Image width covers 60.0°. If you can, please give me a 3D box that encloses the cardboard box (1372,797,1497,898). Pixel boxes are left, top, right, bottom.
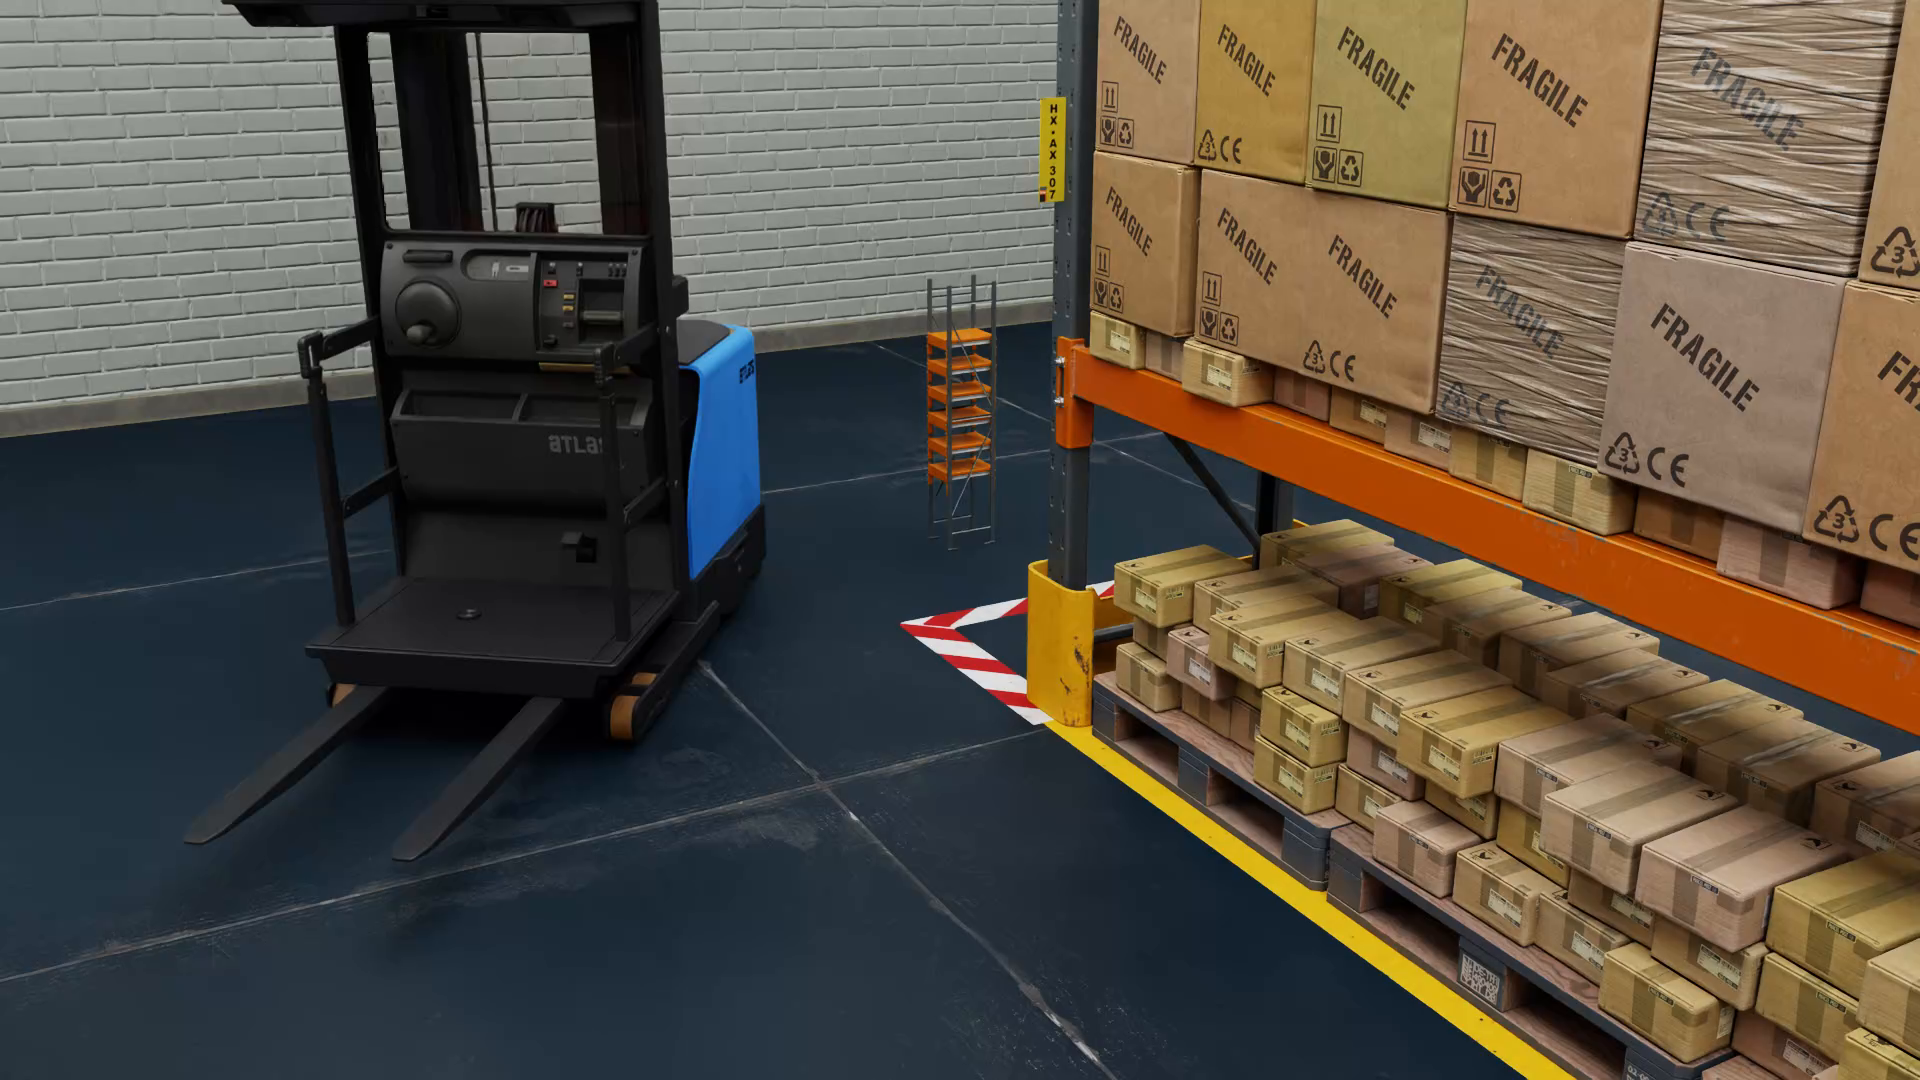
[{"bbox_3d":[1.335,0.793,4.462,0.380,0.149,0.250,-11,22,-29],"label":"cardboard box"}]

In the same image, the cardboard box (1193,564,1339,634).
[{"bbox_3d":[0.963,0.209,5.243,0.380,0.149,0.250,-10,21,-26],"label":"cardboard box"}]

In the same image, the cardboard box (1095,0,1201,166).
[{"bbox_3d":[0.756,-1.413,4.987,0.500,0.500,0.500,-10,21,-27],"label":"cardboard box"}]

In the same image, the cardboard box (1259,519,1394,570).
[{"bbox_3d":[1.250,0.058,5.680,0.380,0.149,0.250,-10,21,-26],"label":"cardboard box"}]

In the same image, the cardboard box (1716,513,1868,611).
[{"bbox_3d":[1.785,0.004,3.406,0.380,0.149,0.250,-11,22,-29],"label":"cardboard box"}]

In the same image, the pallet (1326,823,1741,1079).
[{"bbox_3d":[1.742,1.006,4.394,1.003,0.211,1.213,-10,21,-27],"label":"pallet"}]

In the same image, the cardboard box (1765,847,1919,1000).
[{"bbox_3d":[1.942,0.807,3.508,0.380,0.149,0.250,-9,21,-25],"label":"cardboard box"}]

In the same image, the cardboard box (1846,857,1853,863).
[{"bbox_3d":[2.203,0.797,3.995,0.380,0.149,0.250,-9,21,-24],"label":"cardboard box"}]

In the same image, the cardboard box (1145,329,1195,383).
[{"bbox_3d":[0.799,-0.594,5.138,0.380,0.149,0.250,-9,21,-25],"label":"cardboard box"}]

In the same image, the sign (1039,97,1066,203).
[{"bbox_3d":[0.299,-1.248,5.322,0.100,0.325,0.005,-10,21,-27],"label":"sign"}]

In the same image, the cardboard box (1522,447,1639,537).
[{"bbox_3d":[1.528,-0.139,3.822,0.380,0.149,0.250,-10,21,-26],"label":"cardboard box"}]

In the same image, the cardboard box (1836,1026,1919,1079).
[{"bbox_3d":[1.964,1.043,3.282,0.380,0.149,0.250,-11,22,-29],"label":"cardboard box"}]

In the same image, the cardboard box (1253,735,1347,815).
[{"bbox_3d":[1.088,0.649,4.878,0.380,0.149,0.250,-10,21,-26],"label":"cardboard box"}]

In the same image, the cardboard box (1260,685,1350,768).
[{"bbox_3d":[1.100,0.510,4.825,0.380,0.149,0.250,-9,21,-25],"label":"cardboard box"}]

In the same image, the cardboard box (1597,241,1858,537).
[{"bbox_3d":[1.717,-0.350,3.437,0.500,0.500,0.500,-10,21,-27],"label":"cardboard box"}]

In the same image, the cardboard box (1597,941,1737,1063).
[{"bbox_3d":[1.698,1.018,3.810,0.380,0.149,0.250,-10,21,-27],"label":"cardboard box"}]

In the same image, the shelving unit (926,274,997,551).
[{"bbox_3d":[0.007,-0.563,7.424,0.258,1.200,0.189,-10,21,-27],"label":"shelving unit"}]

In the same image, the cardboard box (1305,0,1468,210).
[{"bbox_3d":[1.228,-1.117,4.127,0.500,0.500,0.500,-11,22,-28],"label":"cardboard box"}]

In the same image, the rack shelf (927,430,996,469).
[{"bbox_3d":[0.007,-0.408,7.477,0.258,0.103,0.180,-10,21,-27],"label":"rack shelf"}]

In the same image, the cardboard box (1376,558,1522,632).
[{"bbox_3d":[1.554,0.193,5.287,0.380,0.149,0.250,-11,22,-28],"label":"cardboard box"}]

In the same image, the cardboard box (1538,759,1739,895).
[{"bbox_3d":[1.593,0.668,3.910,0.380,0.149,0.250,-11,22,-29],"label":"cardboard box"}]

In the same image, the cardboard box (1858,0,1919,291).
[{"bbox_3d":[1.964,-0.676,2.849,0.500,0.500,0.500,-11,22,-28],"label":"cardboard box"}]

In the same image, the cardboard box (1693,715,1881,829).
[{"bbox_3d":[2.057,0.587,4.147,0.380,0.149,0.250,-11,22,-29],"label":"cardboard box"}]

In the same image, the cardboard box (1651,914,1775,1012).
[{"bbox_3d":[1.793,0.885,3.737,0.380,0.149,0.250,-9,21,-25],"label":"cardboard box"}]

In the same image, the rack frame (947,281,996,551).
[{"bbox_3d":[0.050,-0.537,7.348,0.240,1.200,0.006,-10,21,-27],"label":"rack frame"}]

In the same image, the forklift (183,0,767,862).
[{"bbox_3d":[-1.573,-0.820,5.516,1.130,2.935,3.031,3,19,8],"label":"forklift"}]

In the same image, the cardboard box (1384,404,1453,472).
[{"bbox_3d":[1.323,-0.298,4.282,0.380,0.149,0.250,-10,22,-28],"label":"cardboard box"}]

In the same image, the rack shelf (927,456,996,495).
[{"bbox_3d":[0.007,-0.294,7.516,0.258,0.103,0.180,-10,21,-27],"label":"rack shelf"}]

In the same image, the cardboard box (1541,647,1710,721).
[{"bbox_3d":[1.825,0.439,4.576,0.380,0.149,0.250,-11,22,-28],"label":"cardboard box"}]

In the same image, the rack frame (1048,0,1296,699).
[{"bbox_3d":[0.776,-0.923,5.707,1.000,3.000,0.127,-10,21,-27],"label":"rack frame"}]

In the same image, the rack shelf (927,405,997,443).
[{"bbox_3d":[0.007,-0.521,7.438,0.258,0.103,0.180,-10,21,-27],"label":"rack shelf"}]

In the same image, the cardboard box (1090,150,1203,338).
[{"bbox_3d":[0.746,-0.939,5.145,0.500,0.500,0.500,-9,21,-24],"label":"cardboard box"}]

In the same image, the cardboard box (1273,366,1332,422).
[{"bbox_3d":[1.123,-0.455,4.736,0.380,0.149,0.250,-9,21,-24],"label":"cardboard box"}]

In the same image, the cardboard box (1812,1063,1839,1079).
[{"bbox_3d":[1.957,1.161,3.394,0.380,0.149,0.250,-11,22,-28],"label":"cardboard box"}]

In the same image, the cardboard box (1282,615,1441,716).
[{"bbox_3d":[1.160,0.359,4.807,0.380,0.149,0.250,-11,22,-29],"label":"cardboard box"}]

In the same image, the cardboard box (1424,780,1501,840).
[{"bbox_3d":[1.475,0.643,4.440,0.380,0.149,0.250,-9,21,-24],"label":"cardboard box"}]

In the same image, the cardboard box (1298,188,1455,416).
[{"bbox_3d":[1.244,-0.647,4.298,0.500,0.500,0.500,-10,21,-26],"label":"cardboard box"}]

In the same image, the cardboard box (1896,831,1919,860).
[{"bbox_3d":[2.308,0.738,3.709,0.380,0.149,0.250,-11,22,-28],"label":"cardboard box"}]
